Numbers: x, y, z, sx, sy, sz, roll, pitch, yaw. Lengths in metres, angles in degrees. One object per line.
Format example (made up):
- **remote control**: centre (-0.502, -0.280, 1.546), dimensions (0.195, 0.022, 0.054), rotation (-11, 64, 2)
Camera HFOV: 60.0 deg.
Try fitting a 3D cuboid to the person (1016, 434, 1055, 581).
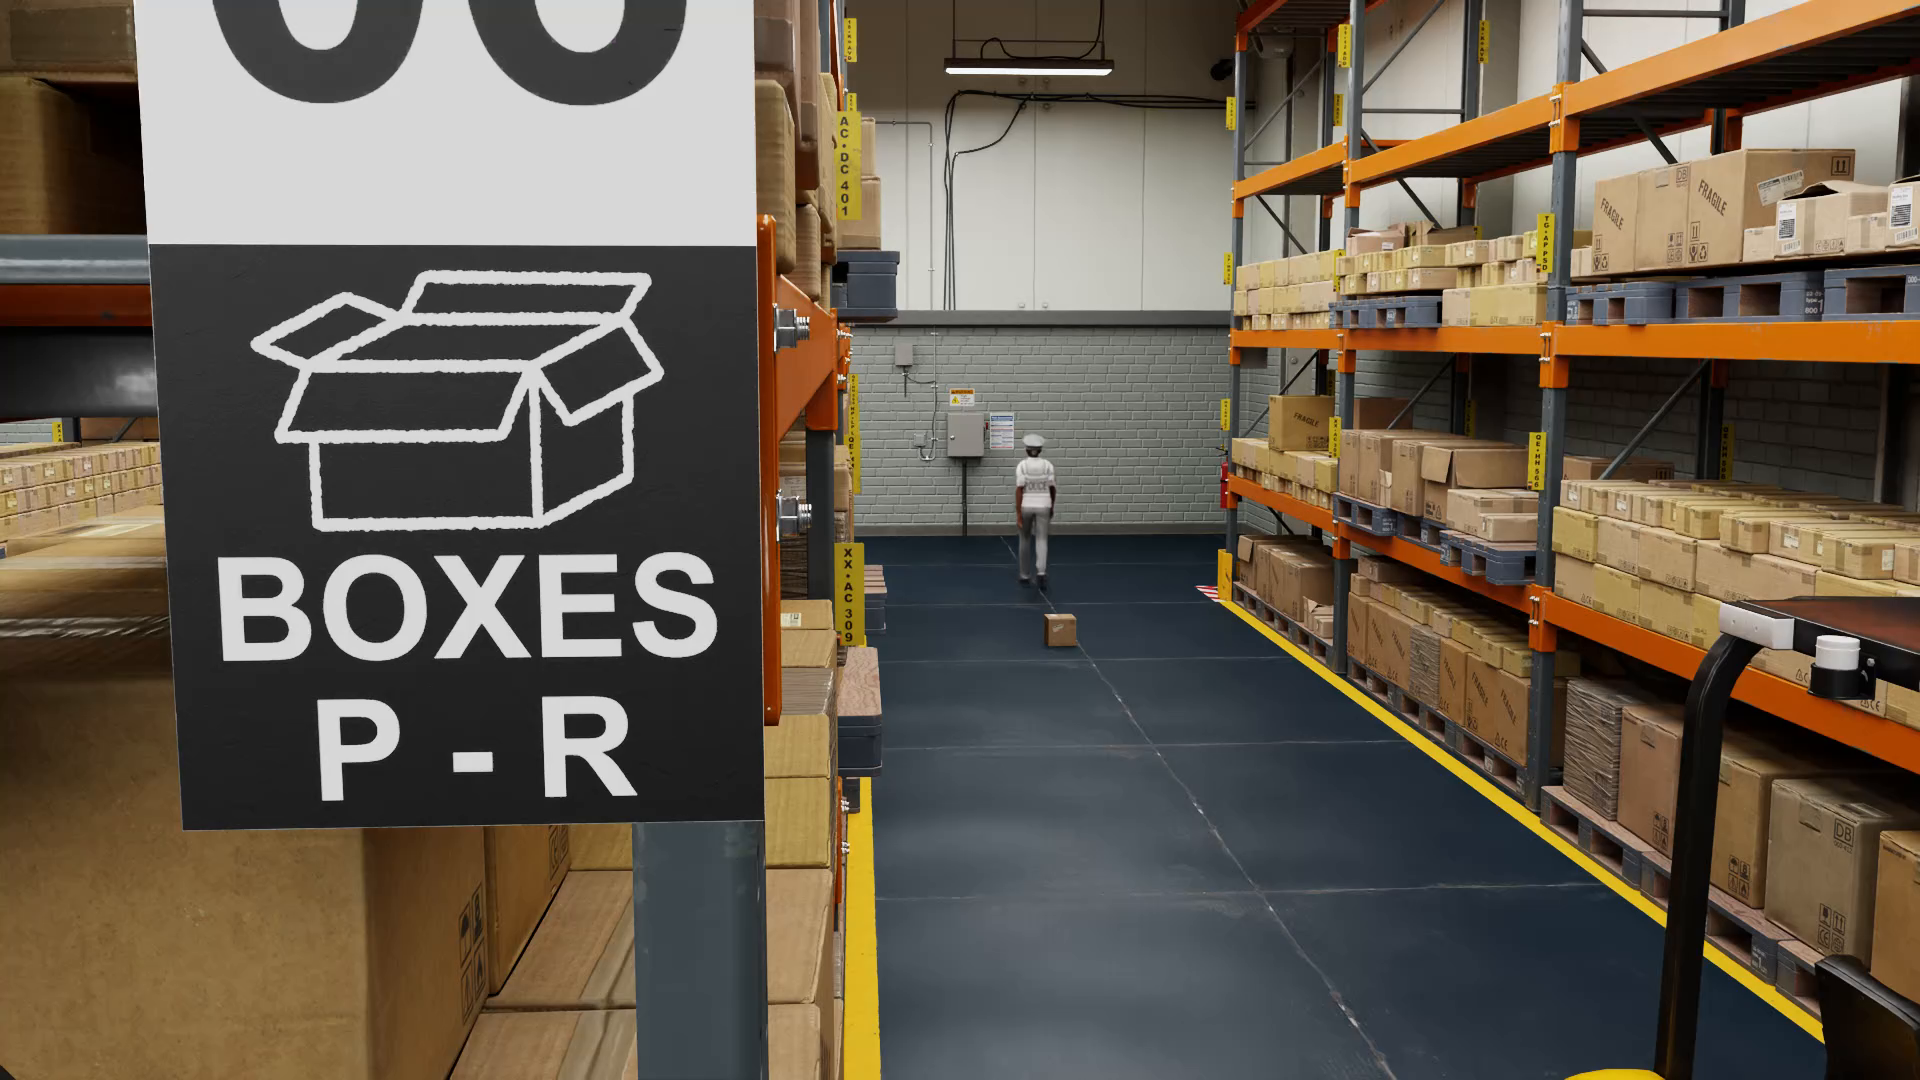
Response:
- **person**: centre (0.833, -0.354, 18.481), dimensions (0.441, 1.646, 0.937), rotation (0, 7, -1)
